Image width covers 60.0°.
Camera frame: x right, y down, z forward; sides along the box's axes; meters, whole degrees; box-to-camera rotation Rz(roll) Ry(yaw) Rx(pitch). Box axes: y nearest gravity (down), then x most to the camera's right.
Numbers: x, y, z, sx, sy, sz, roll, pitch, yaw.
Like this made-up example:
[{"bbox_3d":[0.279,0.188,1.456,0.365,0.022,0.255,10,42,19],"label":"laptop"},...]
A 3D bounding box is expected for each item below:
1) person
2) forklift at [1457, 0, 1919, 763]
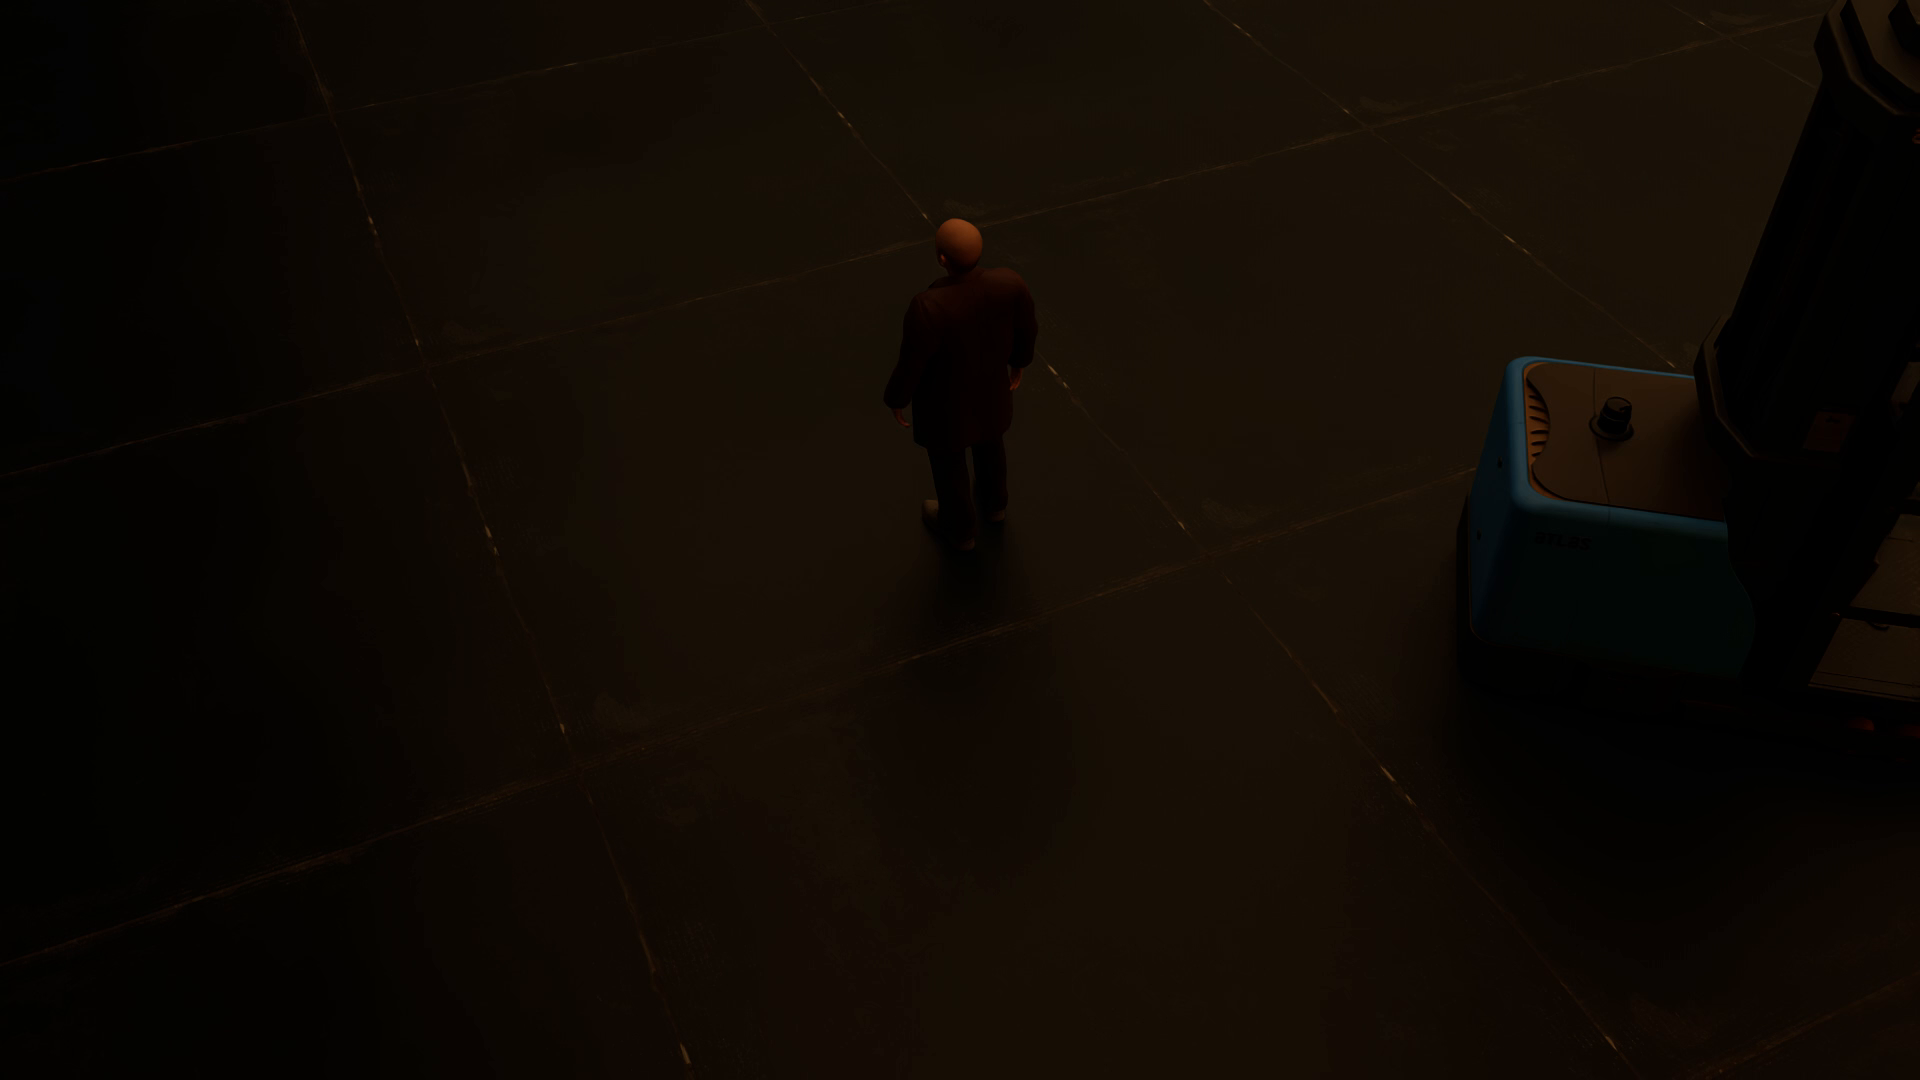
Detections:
[{"bbox_3d":[-0.035,-0.713,7.279,0.696,1.778,0.579,-18,46,-18],"label":"person"},{"bbox_3d":[3.711,-0.554,6.274,3.031,2.935,1.130,8,44,9],"label":"forklift"}]
